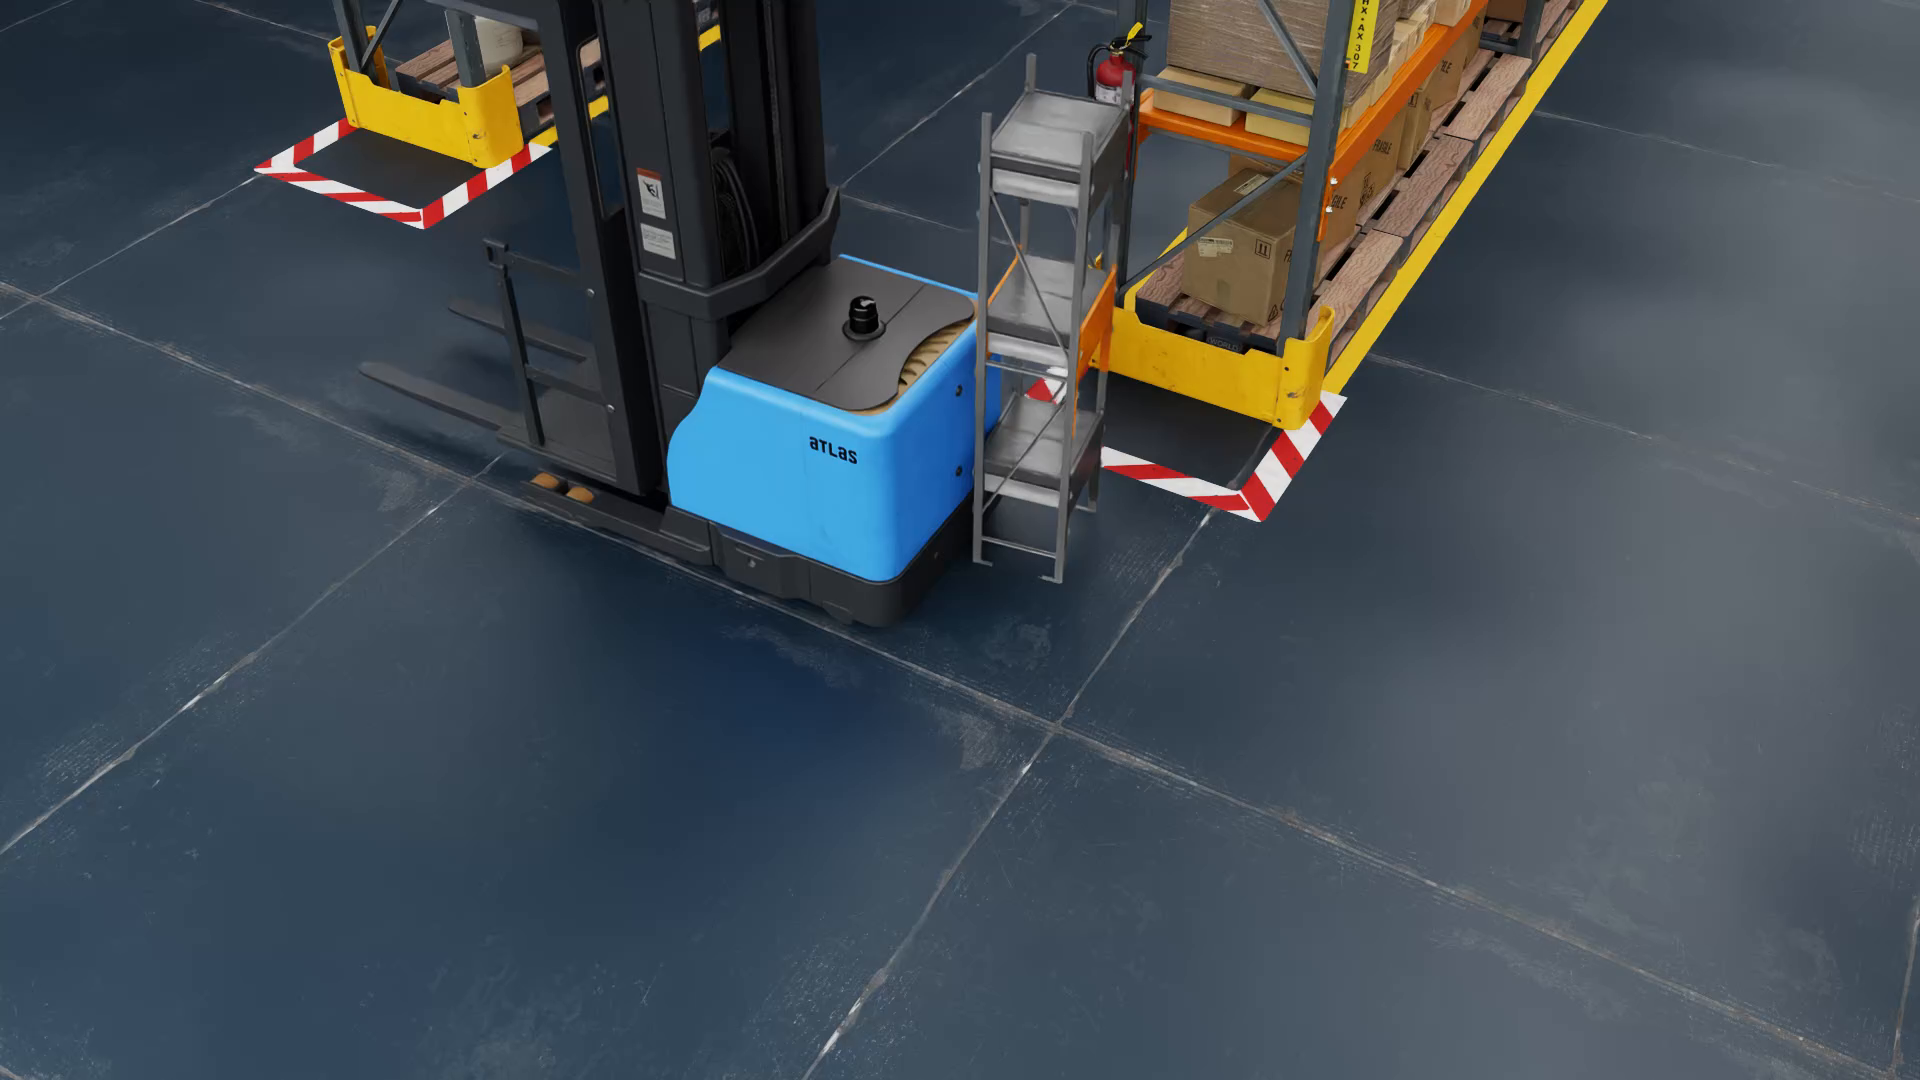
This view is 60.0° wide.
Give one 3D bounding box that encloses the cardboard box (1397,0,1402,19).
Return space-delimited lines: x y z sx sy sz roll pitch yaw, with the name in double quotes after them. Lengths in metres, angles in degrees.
1.573 -2.655 7.695 0.875 0.500 0.500 21 45 22 "cardboard box"

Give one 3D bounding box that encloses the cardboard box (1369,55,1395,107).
1.757 -2.139 7.600 0.380 0.149 0.250 21 45 22 "cardboard box"

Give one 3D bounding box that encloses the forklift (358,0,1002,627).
-1.354 -1.453 6.682 3.031 2.935 1.130 20 45 21 "forklift"

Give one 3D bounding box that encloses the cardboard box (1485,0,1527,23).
3.455 -3.735 10.780 0.700 0.500 0.500 18 44 19 "cardboard box"

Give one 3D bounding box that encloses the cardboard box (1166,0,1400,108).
1.427 -2.329 7.325 0.875 0.500 0.500 21 45 22 "cardboard box"

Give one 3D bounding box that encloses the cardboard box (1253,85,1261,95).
1.217 -2.154 7.617 0.380 0.149 0.250 21 45 22 "cardboard box"

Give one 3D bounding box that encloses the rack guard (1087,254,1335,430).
1.166 -0.980 7.985 1.175 0.500 0.348 21 45 22 "rack guard"

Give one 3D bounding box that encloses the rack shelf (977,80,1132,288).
0.346 -1.309 6.102 0.431 0.518 0.480 14 44 15 "rack shelf"

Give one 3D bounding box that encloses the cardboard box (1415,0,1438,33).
2.097 -2.582 8.102 0.380 0.149 0.250 21 45 22 "cardboard box"

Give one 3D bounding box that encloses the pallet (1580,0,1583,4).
4.127 -4.264 11.932 1.003 0.211 1.213 21 45 22 "pallet"

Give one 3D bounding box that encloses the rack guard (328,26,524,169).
-3.163 -2.634 9.862 1.175 0.500 0.348 21 45 22 "rack guard"

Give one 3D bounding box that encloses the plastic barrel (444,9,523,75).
-2.897 -3.138 10.109 0.421 0.512 0.421 0 41 0 "plastic barrel"

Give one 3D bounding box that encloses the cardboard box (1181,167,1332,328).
1.455 -1.446 8.196 0.500 0.500 0.500 30 49 29 "cardboard box"

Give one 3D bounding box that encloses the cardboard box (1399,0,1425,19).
1.861 -2.927 8.003 0.875 0.500 0.500 21 45 22 "cardboard box"

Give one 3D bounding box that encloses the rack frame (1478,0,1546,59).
3.129 -4.163 9.708 1.000 3.000 0.127 21 45 22 "rack frame"

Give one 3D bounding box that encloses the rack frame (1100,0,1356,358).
1.128 -1.875 7.109 1.000 3.000 0.127 21 45 22 "rack frame"

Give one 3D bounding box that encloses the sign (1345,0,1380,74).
1.598 -2.020 6.619 0.100 0.325 0.005 21 45 22 "sign"

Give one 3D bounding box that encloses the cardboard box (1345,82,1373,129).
1.619 -2.001 7.443 0.380 0.149 0.250 21 45 22 "cardboard box"

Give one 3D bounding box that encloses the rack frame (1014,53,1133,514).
0.424 -0.950 6.732 0.400 2.100 0.015 14 44 15 "rack frame"

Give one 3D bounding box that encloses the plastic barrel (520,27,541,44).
-2.646 -3.425 10.435 0.421 0.512 0.421 0 41 0 "plastic barrel"

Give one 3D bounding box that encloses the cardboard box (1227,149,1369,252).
1.724 -1.799 8.597 0.500 0.500 0.500 -33 51 -32 "cardboard box"

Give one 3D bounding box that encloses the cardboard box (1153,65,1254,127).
1.092 -2.012 7.455 0.380 0.149 0.250 21 45 22 "cardboard box"

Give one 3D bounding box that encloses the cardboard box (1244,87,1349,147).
1.477 -1.865 7.288 0.380 0.149 0.250 21 45 22 "cardboard box"

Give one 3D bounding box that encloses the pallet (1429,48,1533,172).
2.824 -2.721 10.180 1.003 0.211 1.213 21 45 22 "pallet"

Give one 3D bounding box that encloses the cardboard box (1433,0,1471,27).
2.311 -2.691 8.226 0.380 0.149 0.250 21 45 22 "cardboard box"

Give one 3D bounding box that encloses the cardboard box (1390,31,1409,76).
1.864 -2.289 7.770 0.380 0.149 0.250 21 45 22 "cardboard box"

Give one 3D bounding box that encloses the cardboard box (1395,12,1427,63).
1.995 -2.430 7.930 0.380 0.149 0.250 21 45 22 "cardboard box"

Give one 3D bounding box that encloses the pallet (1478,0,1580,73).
3.518 -3.563 11.136 1.003 0.211 1.213 21 45 22 "pallet"

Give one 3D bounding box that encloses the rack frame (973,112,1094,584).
0.255 -0.646 6.390 0.400 2.100 0.015 14 44 15 "rack frame"

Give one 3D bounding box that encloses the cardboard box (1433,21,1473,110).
2.615 -2.837 9.776 0.500 0.500 0.500 -30 50 -30 "cardboard box"

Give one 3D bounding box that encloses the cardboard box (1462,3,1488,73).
2.895 -3.167 10.151 0.500 0.500 0.500 20 45 21 "cardboard box"

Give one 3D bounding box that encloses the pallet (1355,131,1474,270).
2.214 -2.020 9.384 1.003 0.211 1.213 21 45 22 "pallet"

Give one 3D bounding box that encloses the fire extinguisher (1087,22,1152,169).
0.672 -1.932 7.233 0.296 0.674 0.183 21 45 22 "fire extinguisher"

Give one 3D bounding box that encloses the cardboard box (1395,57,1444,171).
2.372 -2.456 9.343 0.500 0.500 0.500 17 44 18 "cardboard box"

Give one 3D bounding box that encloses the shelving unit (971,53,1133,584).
0.339 -0.798 6.561 0.431 2.100 0.503 14 44 15 "shelving unit"

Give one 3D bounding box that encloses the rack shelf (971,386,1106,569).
0.332 -0.267 7.037 0.431 0.518 0.480 14 44 15 "rack shelf"

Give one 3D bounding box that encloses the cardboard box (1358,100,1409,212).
2.054 -2.151 8.997 0.500 0.500 0.500 25 47 26 "cardboard box"

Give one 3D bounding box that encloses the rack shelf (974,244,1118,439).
0.339 -0.788 6.570 0.431 0.518 0.480 14 44 15 "rack shelf"

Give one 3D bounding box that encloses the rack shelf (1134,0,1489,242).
2.129 -2.749 8.646 1.077 0.370 4.000 21 45 22 "rack shelf"

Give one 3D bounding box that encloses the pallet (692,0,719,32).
-2.141 -3.684 11.273 1.003 0.211 1.213 21 45 22 "pallet"

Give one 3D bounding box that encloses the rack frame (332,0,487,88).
-3.160 -3.513 8.969 1.000 3.000 0.127 21 45 22 "rack frame"

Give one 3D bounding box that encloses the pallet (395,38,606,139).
-2.752 -2.988 10.484 1.003 0.211 1.213 21 45 22 "pallet"

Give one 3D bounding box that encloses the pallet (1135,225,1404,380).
1.603 -1.325 8.595 1.003 0.211 1.213 21 45 22 "pallet"
